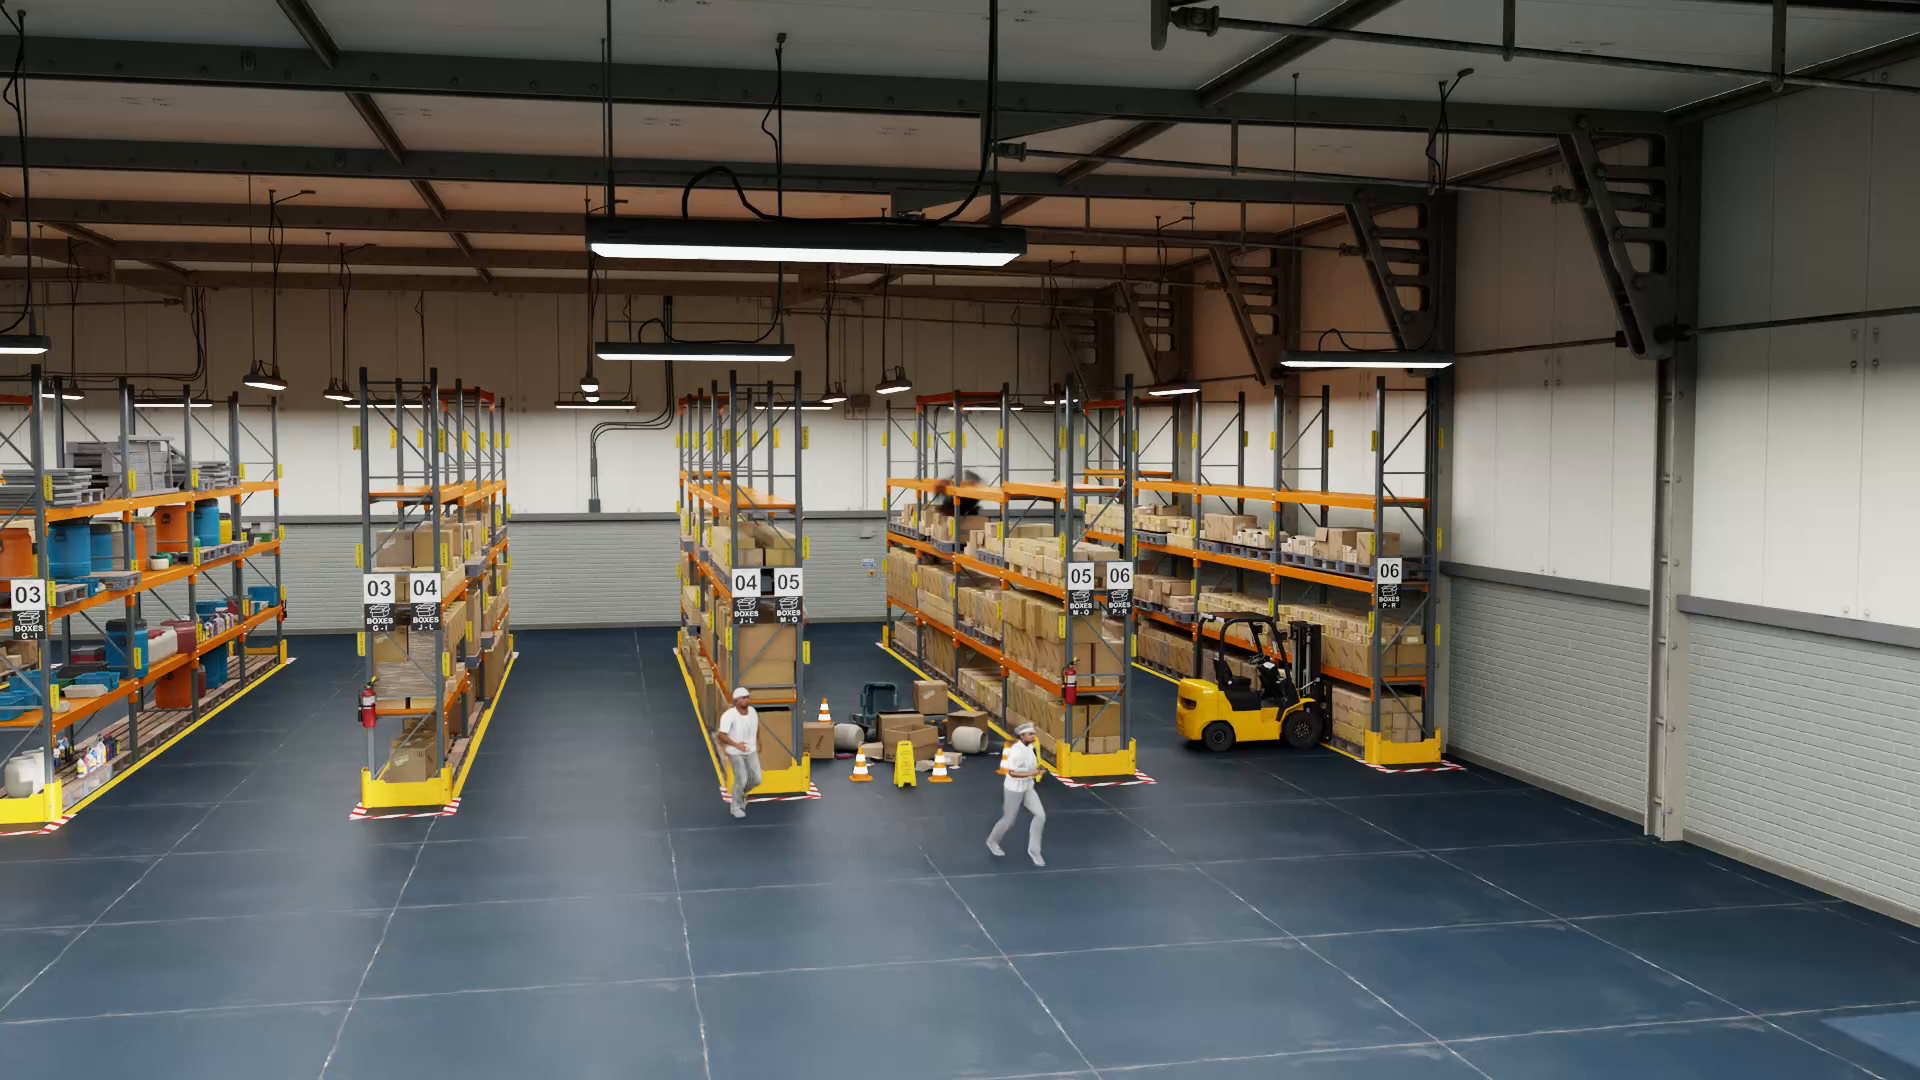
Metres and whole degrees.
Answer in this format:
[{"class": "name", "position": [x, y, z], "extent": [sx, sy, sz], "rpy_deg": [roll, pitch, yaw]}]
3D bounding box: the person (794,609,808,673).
[{"class": "person", "position": [-3.619, 1.990, 36.010], "extent": [0.654, 1.744, 0.532], "rpy_deg": [-1, 4, -14]}]

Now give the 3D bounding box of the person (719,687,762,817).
[{"class": "person", "position": [-2.871, 2.819, 22.141], "extent": [0.599, 1.723, 0.740], "rpy_deg": [3, 5, 45]}]

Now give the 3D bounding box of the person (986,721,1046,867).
[{"class": "person", "position": [0.670, 2.995, 19.751], "extent": [0.845, 1.735, 0.599], "rpy_deg": [2, 4, 35]}]
